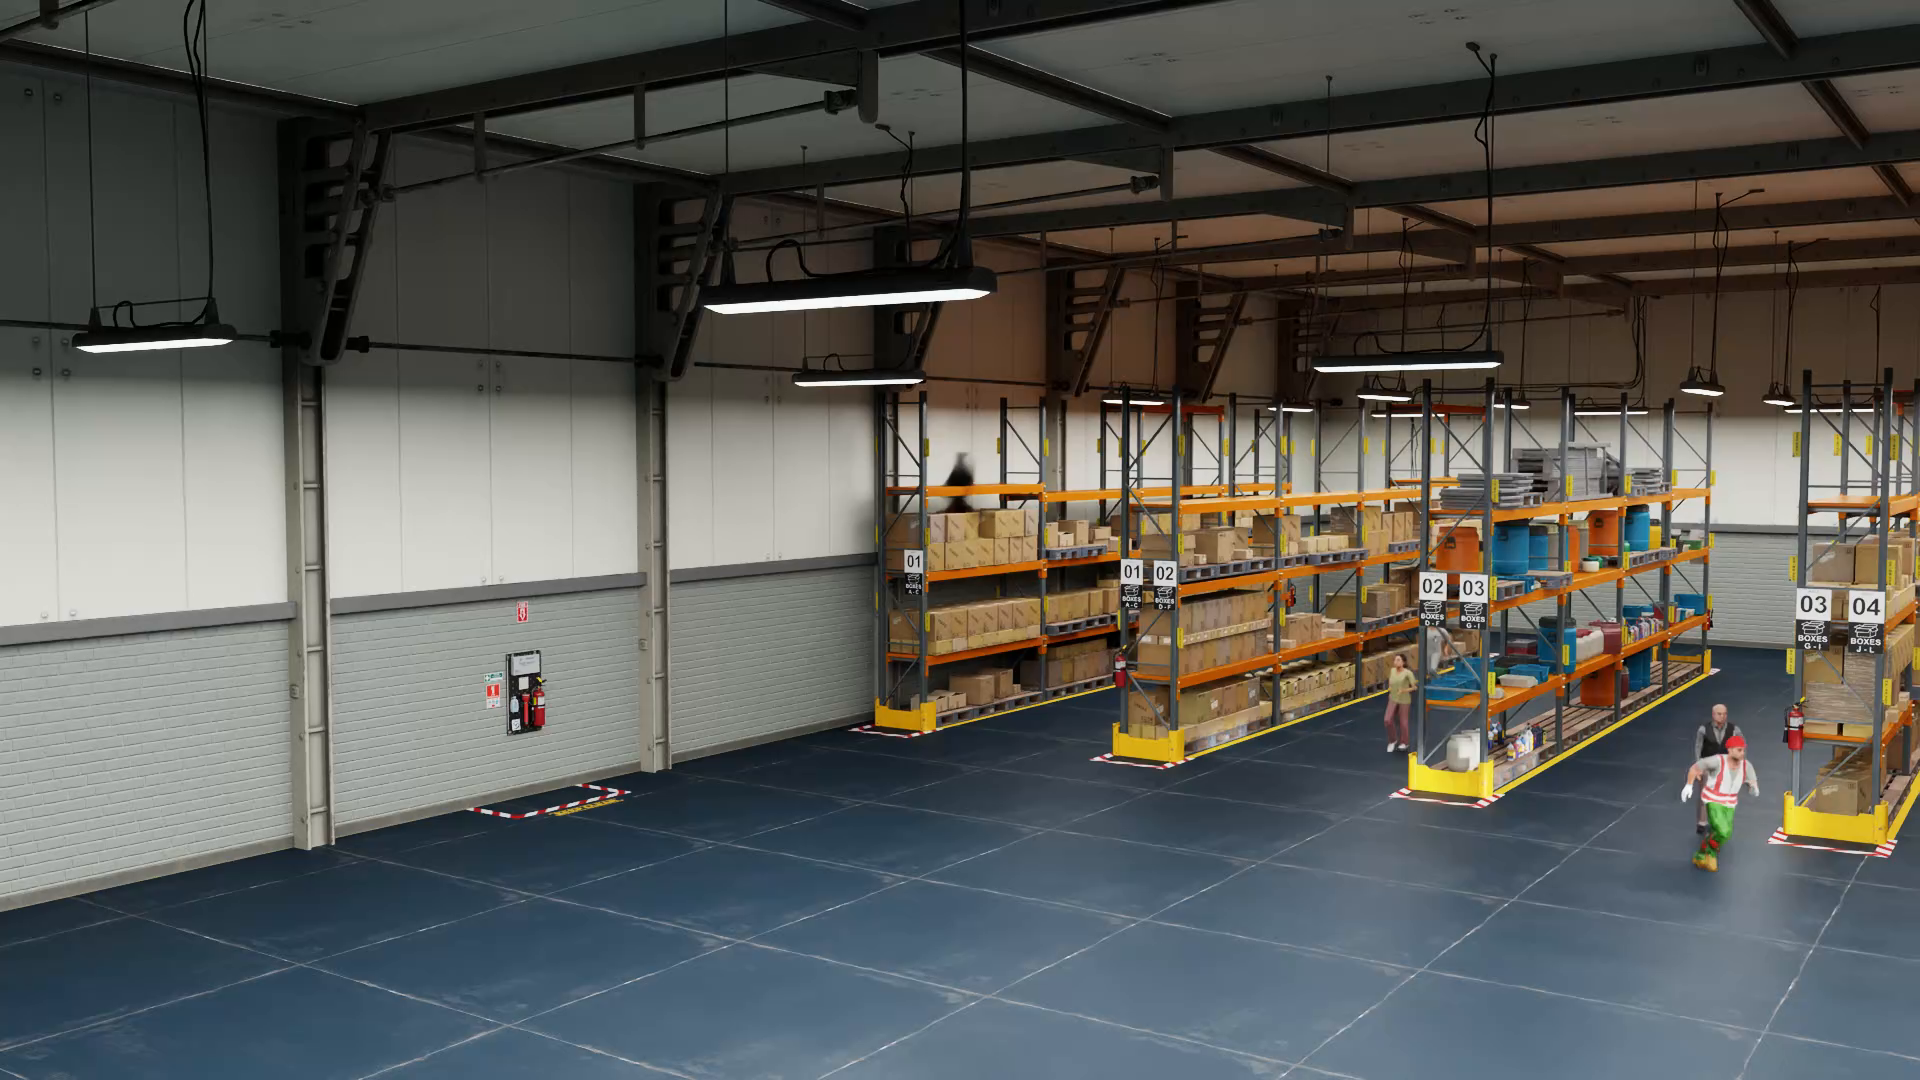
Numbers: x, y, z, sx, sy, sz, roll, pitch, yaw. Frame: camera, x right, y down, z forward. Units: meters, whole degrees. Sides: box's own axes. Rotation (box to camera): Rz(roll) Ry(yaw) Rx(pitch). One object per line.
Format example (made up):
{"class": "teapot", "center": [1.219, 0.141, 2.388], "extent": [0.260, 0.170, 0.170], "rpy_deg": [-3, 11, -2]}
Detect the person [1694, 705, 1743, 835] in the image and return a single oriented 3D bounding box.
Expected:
{"class": "person", "center": [9.752, 2.946, 21.371], "extent": [0.587, 1.696, 0.489], "rpy_deg": [1, 3, 21]}

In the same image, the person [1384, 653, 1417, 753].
{"class": "person", "center": [7.219, 2.669, 27.208], "extent": [0.538, 1.650, 0.727], "rpy_deg": [2, 4, 37]}

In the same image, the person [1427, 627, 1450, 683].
{"class": "person", "center": [9.492, 2.329, 33.340], "extent": [0.537, 1.672, 0.793], "rpy_deg": [2, 4, 34]}

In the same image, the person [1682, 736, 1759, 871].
{"class": "person", "center": [8.903, 3.079, 19.414], "extent": [0.702, 1.648, 0.961], "rpy_deg": [-1, 3, -12]}
